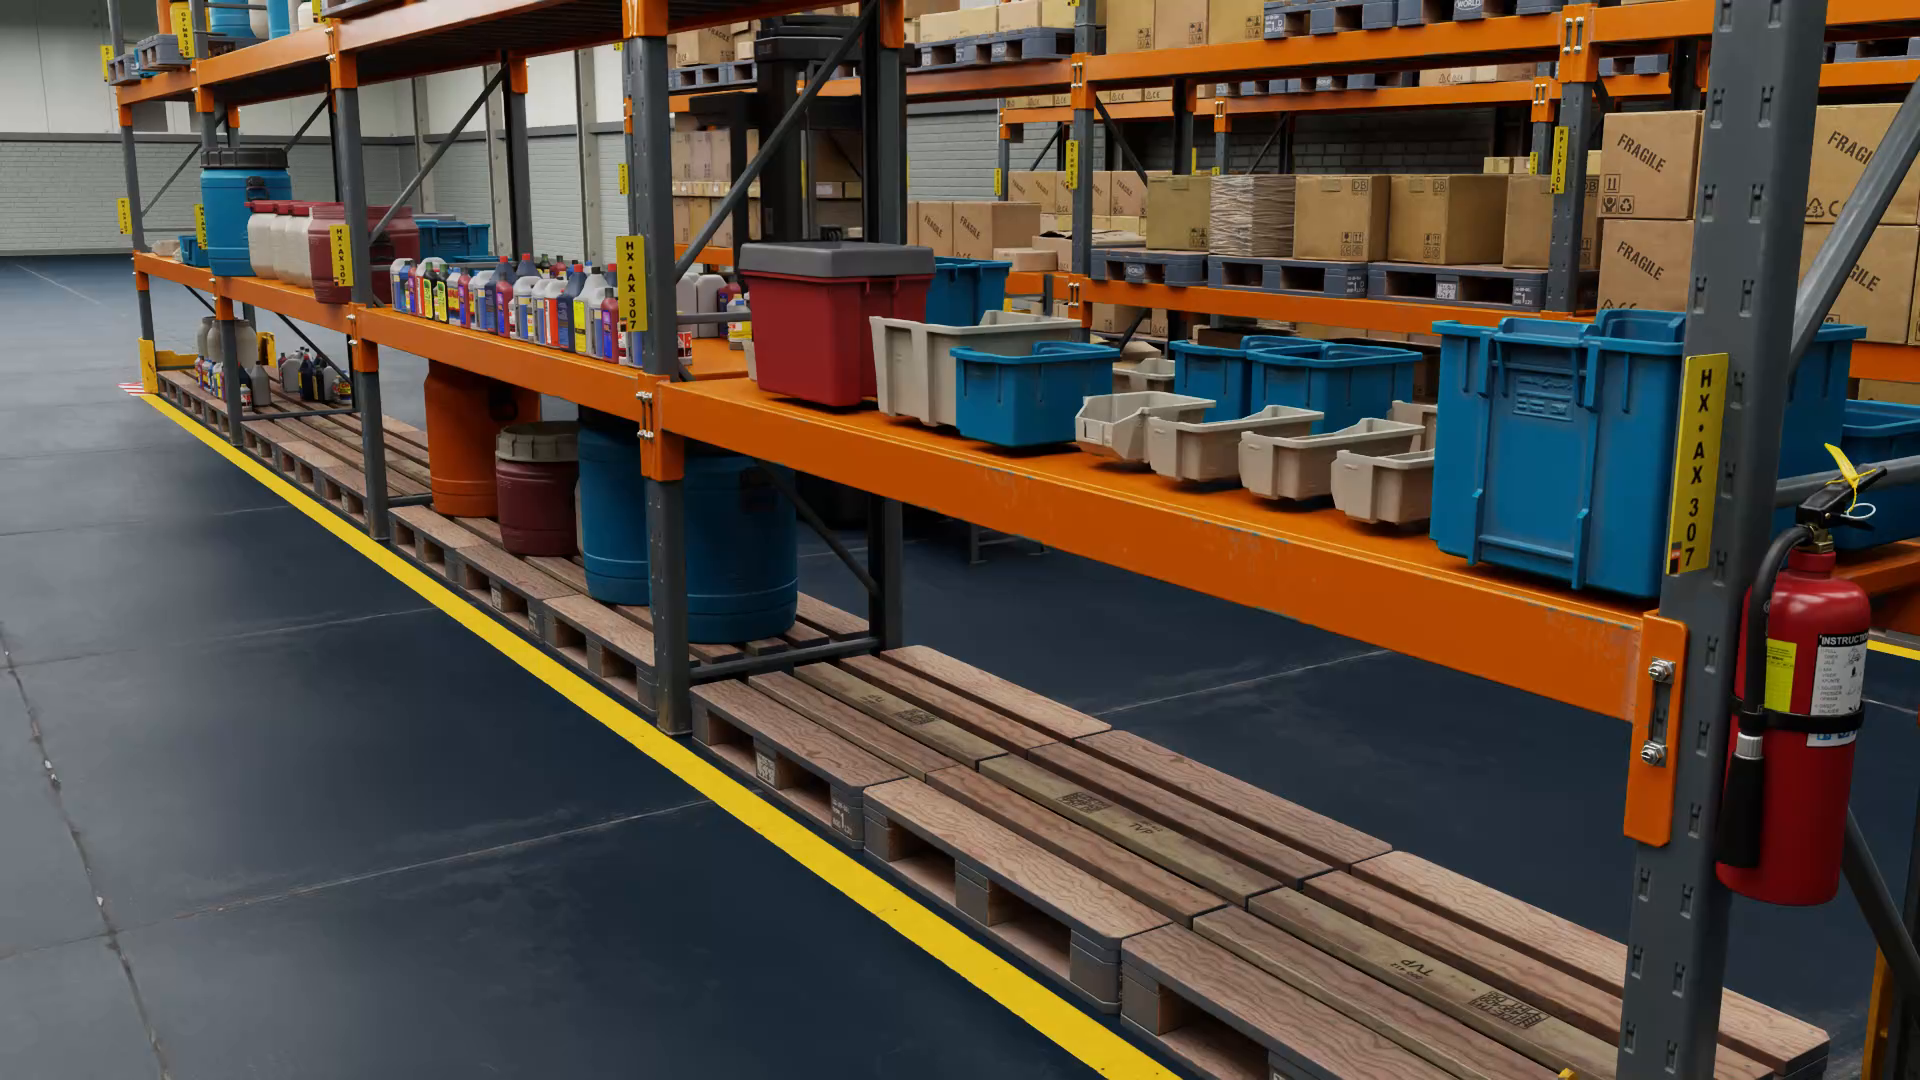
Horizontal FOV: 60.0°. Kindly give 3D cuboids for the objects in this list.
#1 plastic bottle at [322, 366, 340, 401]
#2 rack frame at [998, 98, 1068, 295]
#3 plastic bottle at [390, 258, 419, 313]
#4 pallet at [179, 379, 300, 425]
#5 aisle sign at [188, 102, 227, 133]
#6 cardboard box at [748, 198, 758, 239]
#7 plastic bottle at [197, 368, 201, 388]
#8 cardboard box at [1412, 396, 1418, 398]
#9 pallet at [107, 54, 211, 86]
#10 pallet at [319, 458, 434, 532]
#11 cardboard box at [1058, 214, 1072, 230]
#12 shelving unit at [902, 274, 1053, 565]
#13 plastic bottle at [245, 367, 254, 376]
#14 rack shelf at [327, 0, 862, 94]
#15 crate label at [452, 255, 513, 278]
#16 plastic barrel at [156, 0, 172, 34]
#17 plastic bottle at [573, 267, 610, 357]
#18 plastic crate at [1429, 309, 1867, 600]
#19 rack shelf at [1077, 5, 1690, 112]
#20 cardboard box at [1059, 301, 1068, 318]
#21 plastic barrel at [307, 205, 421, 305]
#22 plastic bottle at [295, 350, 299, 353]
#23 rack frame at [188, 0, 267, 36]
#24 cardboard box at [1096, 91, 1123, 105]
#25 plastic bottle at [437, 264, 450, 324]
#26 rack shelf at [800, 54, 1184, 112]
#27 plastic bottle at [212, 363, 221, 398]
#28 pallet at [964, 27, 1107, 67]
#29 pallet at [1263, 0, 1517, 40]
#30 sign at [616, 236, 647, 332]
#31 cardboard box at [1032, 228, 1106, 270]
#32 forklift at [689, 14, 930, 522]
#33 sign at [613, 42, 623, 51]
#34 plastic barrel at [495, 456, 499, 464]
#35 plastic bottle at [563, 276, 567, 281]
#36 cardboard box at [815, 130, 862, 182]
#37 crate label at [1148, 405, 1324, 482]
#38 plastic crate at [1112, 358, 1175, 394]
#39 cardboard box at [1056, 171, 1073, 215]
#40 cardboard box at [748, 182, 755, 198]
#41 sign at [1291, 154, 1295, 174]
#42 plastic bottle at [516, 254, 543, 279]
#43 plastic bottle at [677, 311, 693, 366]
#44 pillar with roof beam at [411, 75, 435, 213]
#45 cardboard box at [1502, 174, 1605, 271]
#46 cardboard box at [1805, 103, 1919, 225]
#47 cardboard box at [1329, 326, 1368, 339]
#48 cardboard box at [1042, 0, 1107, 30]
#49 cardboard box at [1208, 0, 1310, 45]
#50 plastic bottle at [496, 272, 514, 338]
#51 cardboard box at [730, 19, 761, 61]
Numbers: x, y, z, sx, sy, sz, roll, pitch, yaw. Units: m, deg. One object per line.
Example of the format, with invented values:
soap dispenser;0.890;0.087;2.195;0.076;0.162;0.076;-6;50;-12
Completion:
plastic bottle;-5.117;-1.282;13.547;0.152;0.276;0.135;-7;14;-31
rack frame;0.927;-4.118;21.174;1.000;3.000;0.127;-8;15;-33
plastic bottle;-2.917;-1.347;8.792;0.152;0.276;0.135;-8;15;-33
pallet;-6.121;-1.214;14.418;1.003;0.211;1.213;-8;15;-33
aisle sign;-7.113;-4.264;15.753;0.394;0.787;0.004;-8;15;-33
cardboard box;-1.802;-3.130;16.419;0.700;0.500;0.500;-8;15;-32
plastic bottle;-6.518;-1.416;14.336;0.097;0.201;0.097;0;12;0
cardboard box;2.398;-0.623;10.011;0.500;0.500;0.500;-8;15;-32
pallet;-6.943;-4.160;14.785;1.003;0.211;1.213;-8;15;-33
pallet;-3.285;-0.303;10.254;1.003;0.211;1.213;-8;15;-33
cardboard box;1.510;-3.749;19.787;0.500;0.250;0.500;-8;15;-34
shelving unit;0.003;-0.724;9.161;0.538;1.500;1.048;-7;14;-30
plastic bottle;-5.698;-1.255;13.427;0.152;0.276;0.135;-8;15;-33
rack shelf;-1.780;-2.281;7.435;1.077;0.370;4.000;-8;15;-33
crate label;-2.809;-1.561;9.869;0.303;0.233;0.416;-8;15;-33
plastic barrel;-6.945;-4.755;15.074;0.600;0.830;0.708;-8;15;-33
plastic bottle;-1.453;-0.912;6.628;0.144;0.351;0.185;-8;15;-33
plastic crate;1.204;-0.184;2.960;0.616;0.435;0.499;-8;15;-33
rack shelf;2.346;-2.867;10.113;1.077;0.370;4.000;-8;15;-33
cardboard box;1.552;-2.785;20.339;0.500;0.311;0.500;-7;14;-28
plastic barrel;-3.397;-1.636;9.504;0.600;0.536;0.708;-8;15;-33
plastic bottle;-5.858;-1.540;14.713;0.061;0.283;0.133;-8;14;-31
rack frame;-5.104;-5.165;11.917;1.000;3.000;0.127;-8;15;-33
cardboard box;1.778;-5.269;19.133;0.500;0.500;0.500;-7;14;-29
plastic bottle;-2.497;-1.198;8.093;0.061;0.283;0.133;-8;15;-33
rack shelf;0.130;-3.578;13.366;1.077;0.370;4.000;-8;15;-33
plastic bottle;-6.073;-1.320;13.723;0.152;0.276;0.135;-8;15;-32
pallet;0.788;-3.592;12.186;1.213;0.211;1.003;-7;14;-30
pallet;2.574;-3.079;9.840;1.213;0.211;1.003;-8;15;-33
sign;-1.130;-0.882;5.726;0.100;0.325;0.005;-8;15;-33
cardboard box;0.904;-2.247;12.825;0.500;0.311;0.500;-8;15;-33
forklift;-1.044;-1.800;10.734;1.130;2.935;3.031;-7;14;-30
sign;-3.660;-5.398;17.772;0.100;0.325;0.005;-8;15;-33
plastic barrel;-2.215;-0.338;8.727;0.421;0.512;0.421;0;12;0
plastic bottle;-2.078;-1.324;8.858;0.097;0.201;0.097;0;12;0
cardboard box;-1.229;-3.581;15.444;0.700;0.500;0.500;-8;15;-32
crate label;0.619;-0.224;3.843;0.396;0.136;0.243;-8;15;-33
plastic crate;0.544;-0.438;4.820;0.293;0.136;0.466;-8;15;-33
cardboard box;1.488;-4.119;19.725;0.500;0.500;0.500;-9;15;-35
cardboard box;-1.869;-3.390;16.090;0.380;0.149;0.250;-8;15;-33
sign;3.604;-4.039;18.100;0.100;0.325;0.005;-8;15;-33
plastic bottle;-2.011;-1.150;7.715;0.144;0.351;0.185;-8;15;-33
plastic bottle;-1.065;-0.765;6.302;0.097;0.201;0.097;0;12;0
pillar with roof beam;-18.170;-11.853;42.499;9.100;9.000;0.548;-8;15;-33
cardboard box;3.378;-1.762;9.181;0.500;0.500;0.700;9;15;36
cardboard box;4.052;-1.634;7.239;0.500;0.500;0.500;-9;15;-34
cardboard box;4.142;-2.090;16.721;0.700;0.500;0.500;-8;15;-32
cardboard box;0.940;-3.780;11.972;0.500;0.250;0.500;-9;15;-37
cardboard box;2.078;-3.366;10.478;0.910;0.500;0.500;-8;15;-33
plastic bottle;-2.010;-1.042;7.379;0.061;0.283;0.133;-8;15;-33
cardboard box;-1.786;-4.917;16.253;0.797;0.503;0.637;-6;14;-27
